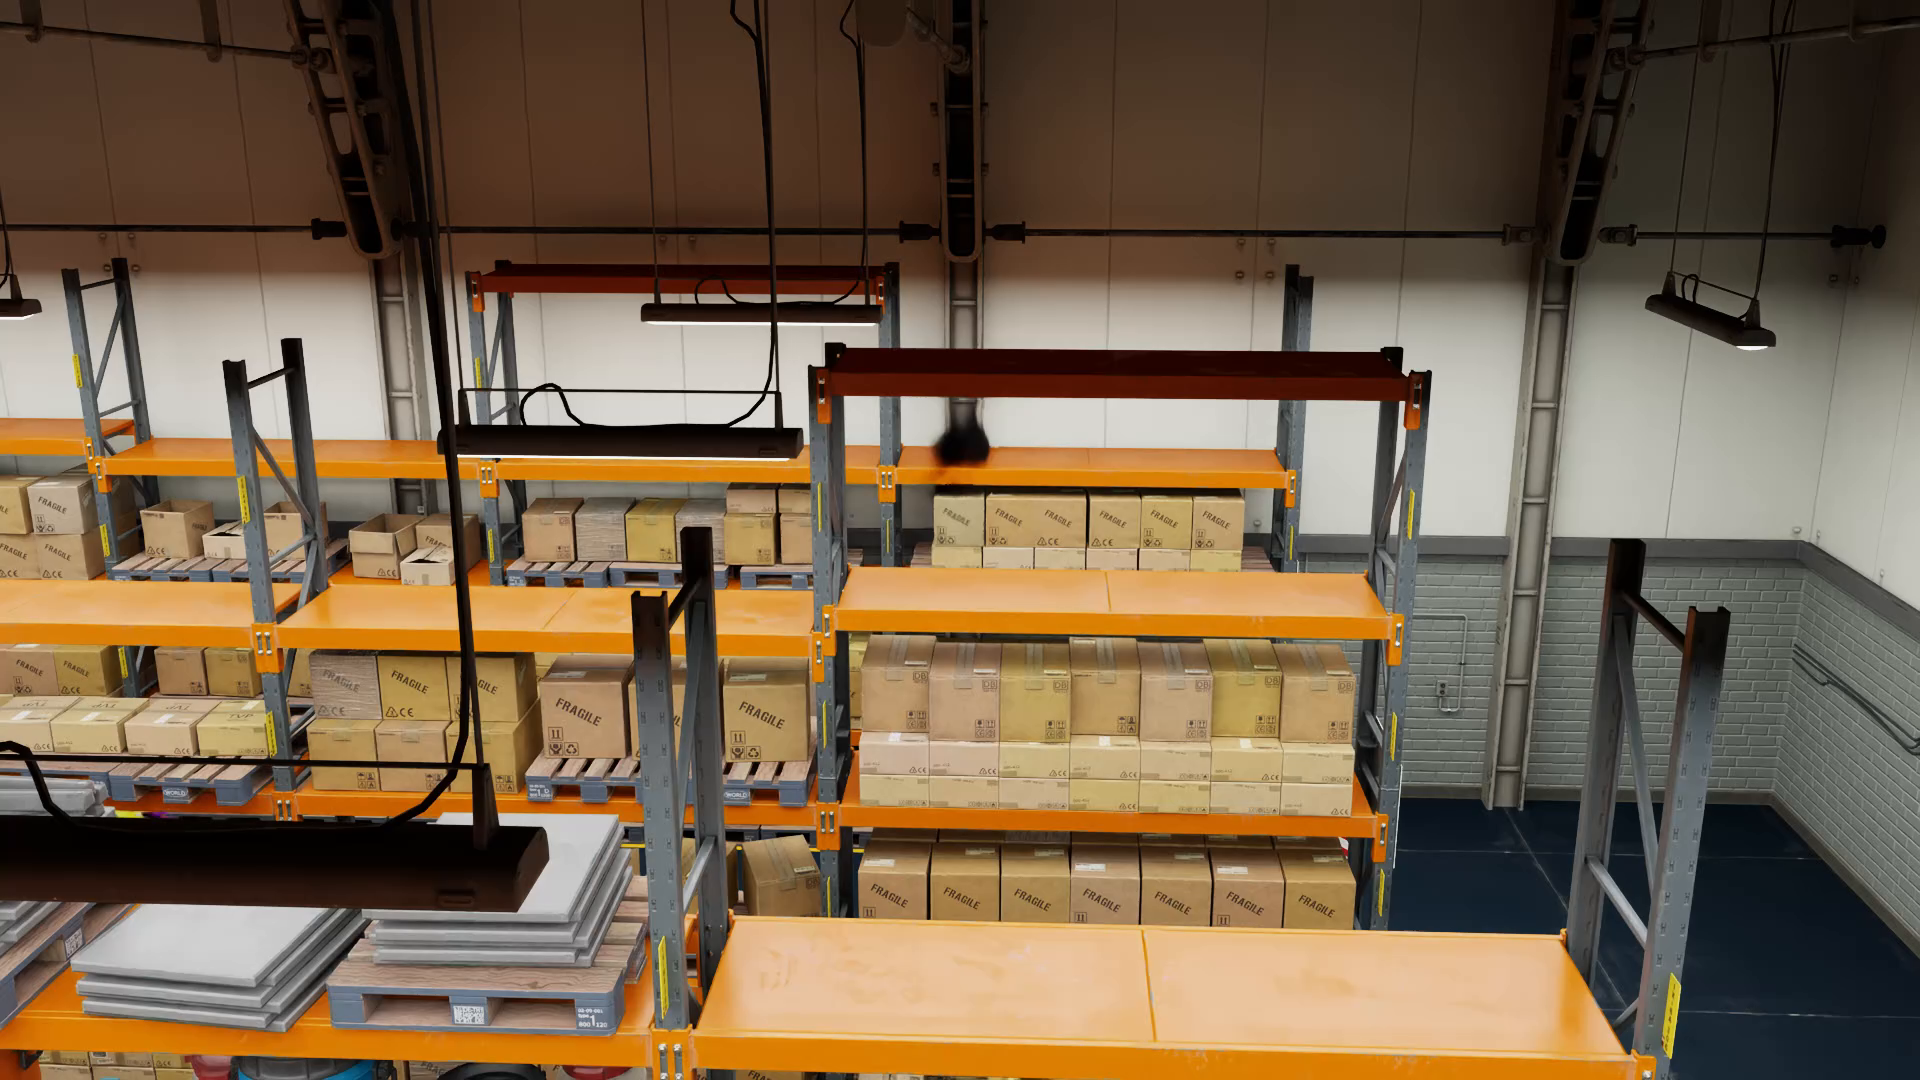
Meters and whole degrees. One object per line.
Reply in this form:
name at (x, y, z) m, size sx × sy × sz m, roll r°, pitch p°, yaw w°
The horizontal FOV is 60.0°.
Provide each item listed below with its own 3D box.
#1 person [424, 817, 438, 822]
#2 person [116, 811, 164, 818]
person at (-4.458, 3.072, 15.340) m, size 1.046 × 1.509 × 0.579 m, roll 4°, pitch 17°, yaw 14°
person at (-7.611, 2.979, 15.176) m, size 0.858 × 1.736 × 0.738 m, roll 7°, pitch 17°, yaw 22°
